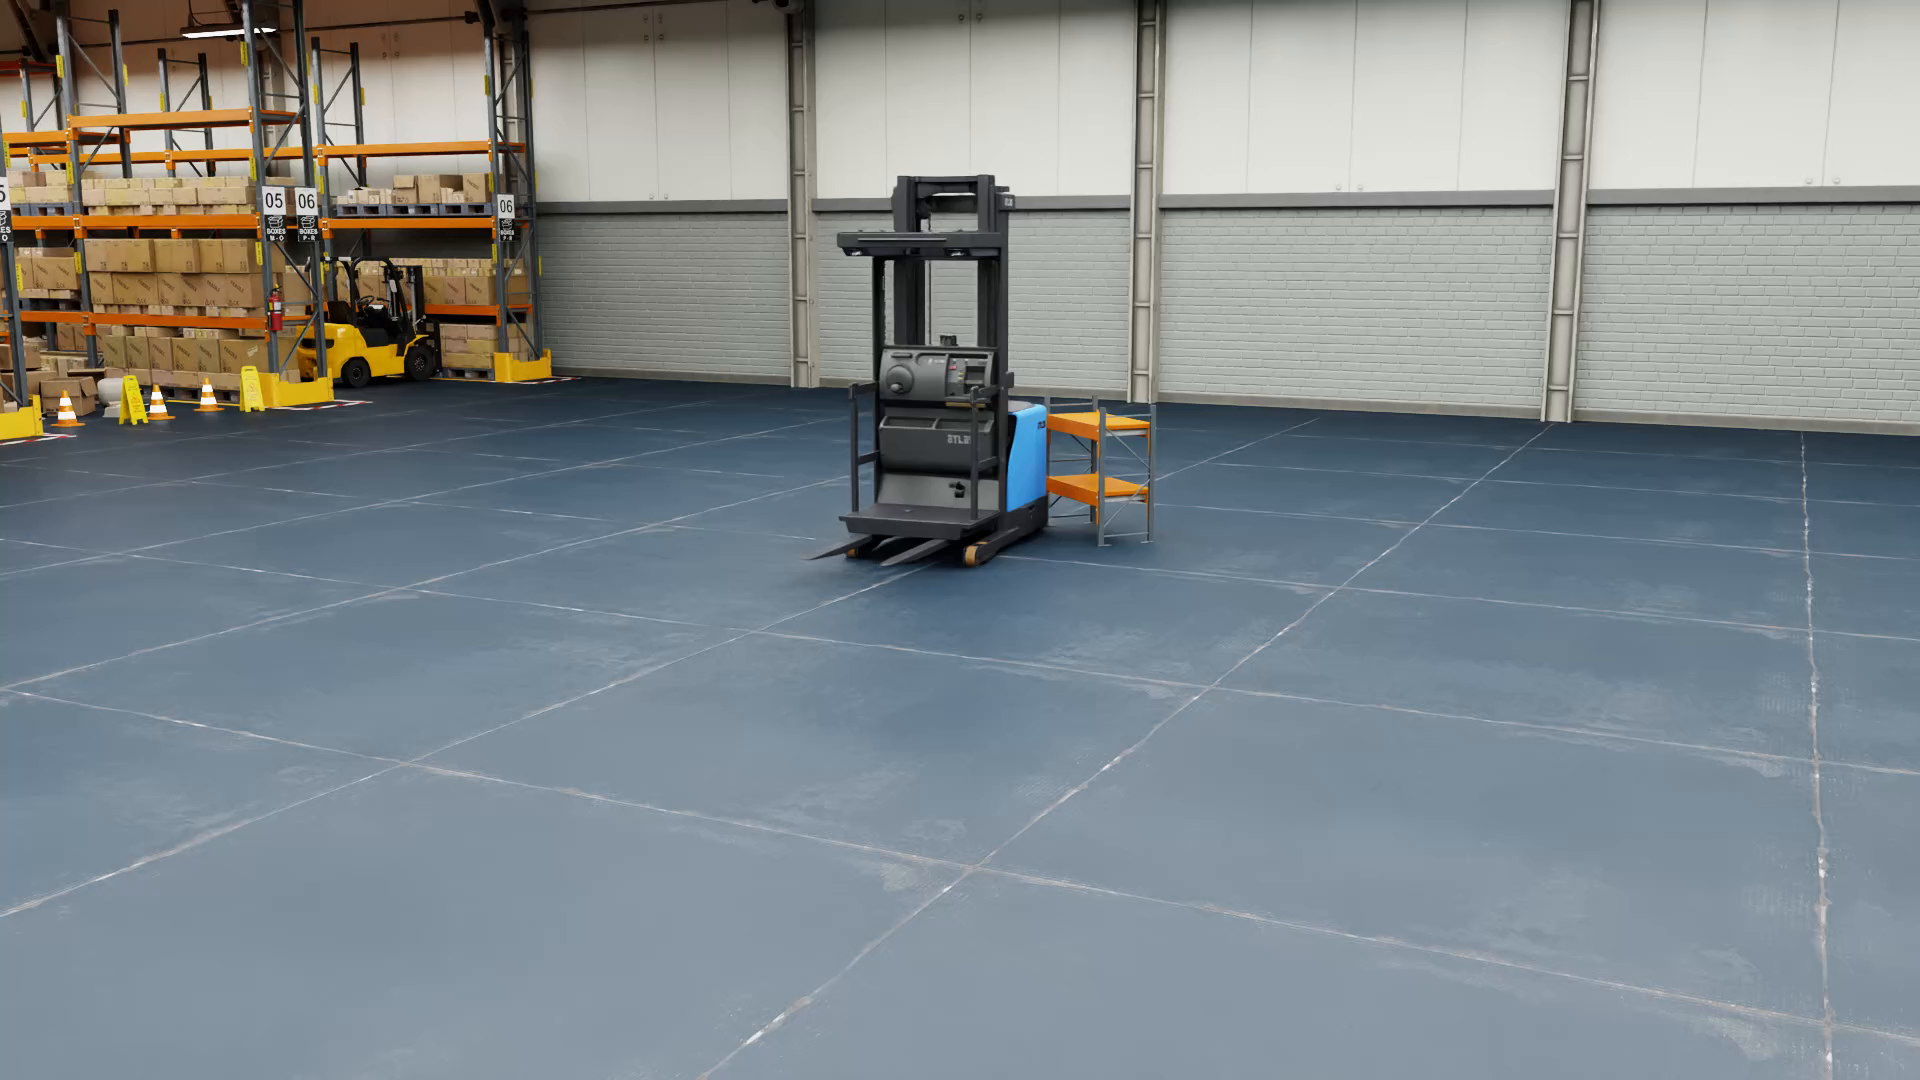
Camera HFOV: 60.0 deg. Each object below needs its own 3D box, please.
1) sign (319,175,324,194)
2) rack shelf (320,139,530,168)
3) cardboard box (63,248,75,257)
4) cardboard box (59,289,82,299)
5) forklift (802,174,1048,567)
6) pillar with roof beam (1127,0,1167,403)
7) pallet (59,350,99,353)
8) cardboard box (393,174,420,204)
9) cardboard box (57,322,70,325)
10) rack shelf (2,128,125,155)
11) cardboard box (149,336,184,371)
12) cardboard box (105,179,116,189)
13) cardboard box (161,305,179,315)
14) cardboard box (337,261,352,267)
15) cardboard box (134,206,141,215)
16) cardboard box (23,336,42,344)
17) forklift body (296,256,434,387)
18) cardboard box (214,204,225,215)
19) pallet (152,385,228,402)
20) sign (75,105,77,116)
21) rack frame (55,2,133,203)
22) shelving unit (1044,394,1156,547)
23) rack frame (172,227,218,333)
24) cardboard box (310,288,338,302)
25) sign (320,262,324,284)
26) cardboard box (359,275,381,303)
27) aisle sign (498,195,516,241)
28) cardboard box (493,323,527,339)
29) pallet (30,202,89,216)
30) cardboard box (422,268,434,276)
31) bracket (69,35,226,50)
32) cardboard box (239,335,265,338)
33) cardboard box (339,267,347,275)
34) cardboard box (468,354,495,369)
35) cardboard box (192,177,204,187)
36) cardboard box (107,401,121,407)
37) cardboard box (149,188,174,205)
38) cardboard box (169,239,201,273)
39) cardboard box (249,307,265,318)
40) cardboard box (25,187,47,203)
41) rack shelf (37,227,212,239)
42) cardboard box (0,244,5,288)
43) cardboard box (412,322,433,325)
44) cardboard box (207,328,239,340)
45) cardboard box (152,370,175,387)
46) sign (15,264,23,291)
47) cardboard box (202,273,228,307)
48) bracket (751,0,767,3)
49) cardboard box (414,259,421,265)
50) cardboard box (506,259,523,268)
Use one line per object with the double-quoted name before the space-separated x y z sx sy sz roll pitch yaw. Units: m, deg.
"sign" -11.570 -6.439 30.129 0.005 0.325 0.100 5 11 26
"rack shelf" -9.545 -6.885 29.648 4.000 0.370 1.077 5 11 26
"cardboard box" -14.817 -4.733 27.340 0.250 0.149 0.380 6 12 29
"cardboard box" -14.115 -3.928 26.537 0.250 0.149 0.380 5 11 27
"forklift" -0.259 -1.318 12.784 1.130 2.935 3.031 4 11 21
"pillar with roof beam" 0.879 -5.844 20.753 0.400 9.000 9.100 5 11 26
"pallet" -17.767 -3.842 34.364 1.213 0.211 1.003 5 11 26
"cardboard box" -9.638 -6.254 29.690 0.637 0.503 0.797 5 12 28
"cardboard box" -18.309 -4.497 34.173 0.250 0.149 0.380 6 12 29
"rack shelf" -15.325 -6.407 27.008 4.000 0.370 1.077 5 11 26
"cardboard box" -12.172 -2.900 25.767 0.500 0.500 0.500 6 12 29
"cardboard box" -12.915 -5.478 25.621 0.250 0.149 0.380 5 11 24
"cardboard box" -12.010 -3.531 25.524 0.250 0.149 0.380 5 11 26
"cardboard box" -11.184 -5.084 30.460 0.250 0.149 0.380 5 12 27
"cardboard box" -12.438 -5.057 25.531 0.250 0.149 0.380 5 11 24
"cardboard box" -19.463 -4.158 34.782 0.258 0.266 0.396 5 12 28
"forklift body" -10.259 -3.767 28.503 1.214 2.155 2.313 5 11 26
"cardboard box" -10.849 -4.910 24.719 0.250 0.149 0.380 5 12 28
"pallet" -11.815 -2.333 26.029 1.213 0.211 1.003 5 11 26
"sign" -18.273 -8.851 34.298 0.005 0.325 0.100 5 11 26
"rack frame" -13.532 -6.801 26.038 0.127 3.000 1.000 5 11 26
"shelving unit" 1.151 -0.603 13.902 0.538 1.125 1.048 -4 11 -22
"rack frame" -14.926 -4.957 32.695 0.127 3.000 1.000 5 11 26
"cardboard box" -11.906 -4.566 30.956 0.500 0.250 0.500 5 12 27
"sign" -9.704 -4.046 25.232 0.005 0.325 0.100 5 11 26
"cardboard box" -10.582 -4.576 30.309 0.500 0.500 0.500 5 12 27
"aisle sign" -7.822 -5.553 28.693 0.004 0.787 0.394 5 11 26
"cardboard box" -8.099 -3.740 29.707 0.500 0.250 0.500 5 11 25
"pallet" -14.038 -5.298 26.684 1.003 0.211 1.213 5 11 26
"cardboard box" -9.348 -4.774 29.586 0.250 0.149 0.380 5 11 26
"bracket" -16.198 -9.900 33.057 4.783 0.066 0.076 5 11 26
"cardboard box" -11.038 -2.906 25.800 0.500 0.500 0.500 5 11 24
"cardboard box" -11.169 -4.943 30.516 0.250 0.149 0.380 5 11 25
"cardboard box" -8.313 -3.167 29.345 0.500 0.250 0.500 5 11 26
"cardboard box" -11.250 -5.350 24.911 0.250 0.149 0.380 5 11 26
"cardboard box" -12.013 -1.911 23.872 0.380 0.149 0.250 -7 12 -33
"cardboard box" -11.894 -5.199 25.195 0.500 0.250 0.500 5 11 26
"cardboard box" -11.453 -4.291 25.094 0.500 0.500 0.700 5 11 25
"cardboard box" -10.374 -3.405 24.827 0.250 0.149 0.380 5 12 28
"cardboard box" -14.571 -5.521 26.632 0.500 0.250 0.500 5 11 27
"rack shelf" -16.719 -6.236 33.363 4.000 0.370 1.077 5 11 26
"cardboard box" -12.360 -3.375 20.504 0.550 0.550 0.875 5 11 26
"cardboard box" -9.671 -3.777 29.911 0.500 0.250 0.500 5 11 25
"cardboard box" -11.137 -3.115 25.132 0.250 0.149 0.380 5 12 27
"cardboard box" -12.161 -2.531 25.833 0.500 0.250 0.500 5 11 25
"sign" -11.793 -3.288 20.821 0.005 0.325 0.100 5 11 26
"cardboard box" -11.000 -3.768 25.010 0.500 0.500 0.500 5 11 26
"bracket" -3.126 -8.752 26.711 0.430 0.232 0.235 5 11 26
"cardboard box" -9.544 -4.956 29.752 0.250 0.149 0.380 5 11 27
"cardboard box" -7.958 -4.902 29.454 0.250 0.149 0.380 5 11 25
